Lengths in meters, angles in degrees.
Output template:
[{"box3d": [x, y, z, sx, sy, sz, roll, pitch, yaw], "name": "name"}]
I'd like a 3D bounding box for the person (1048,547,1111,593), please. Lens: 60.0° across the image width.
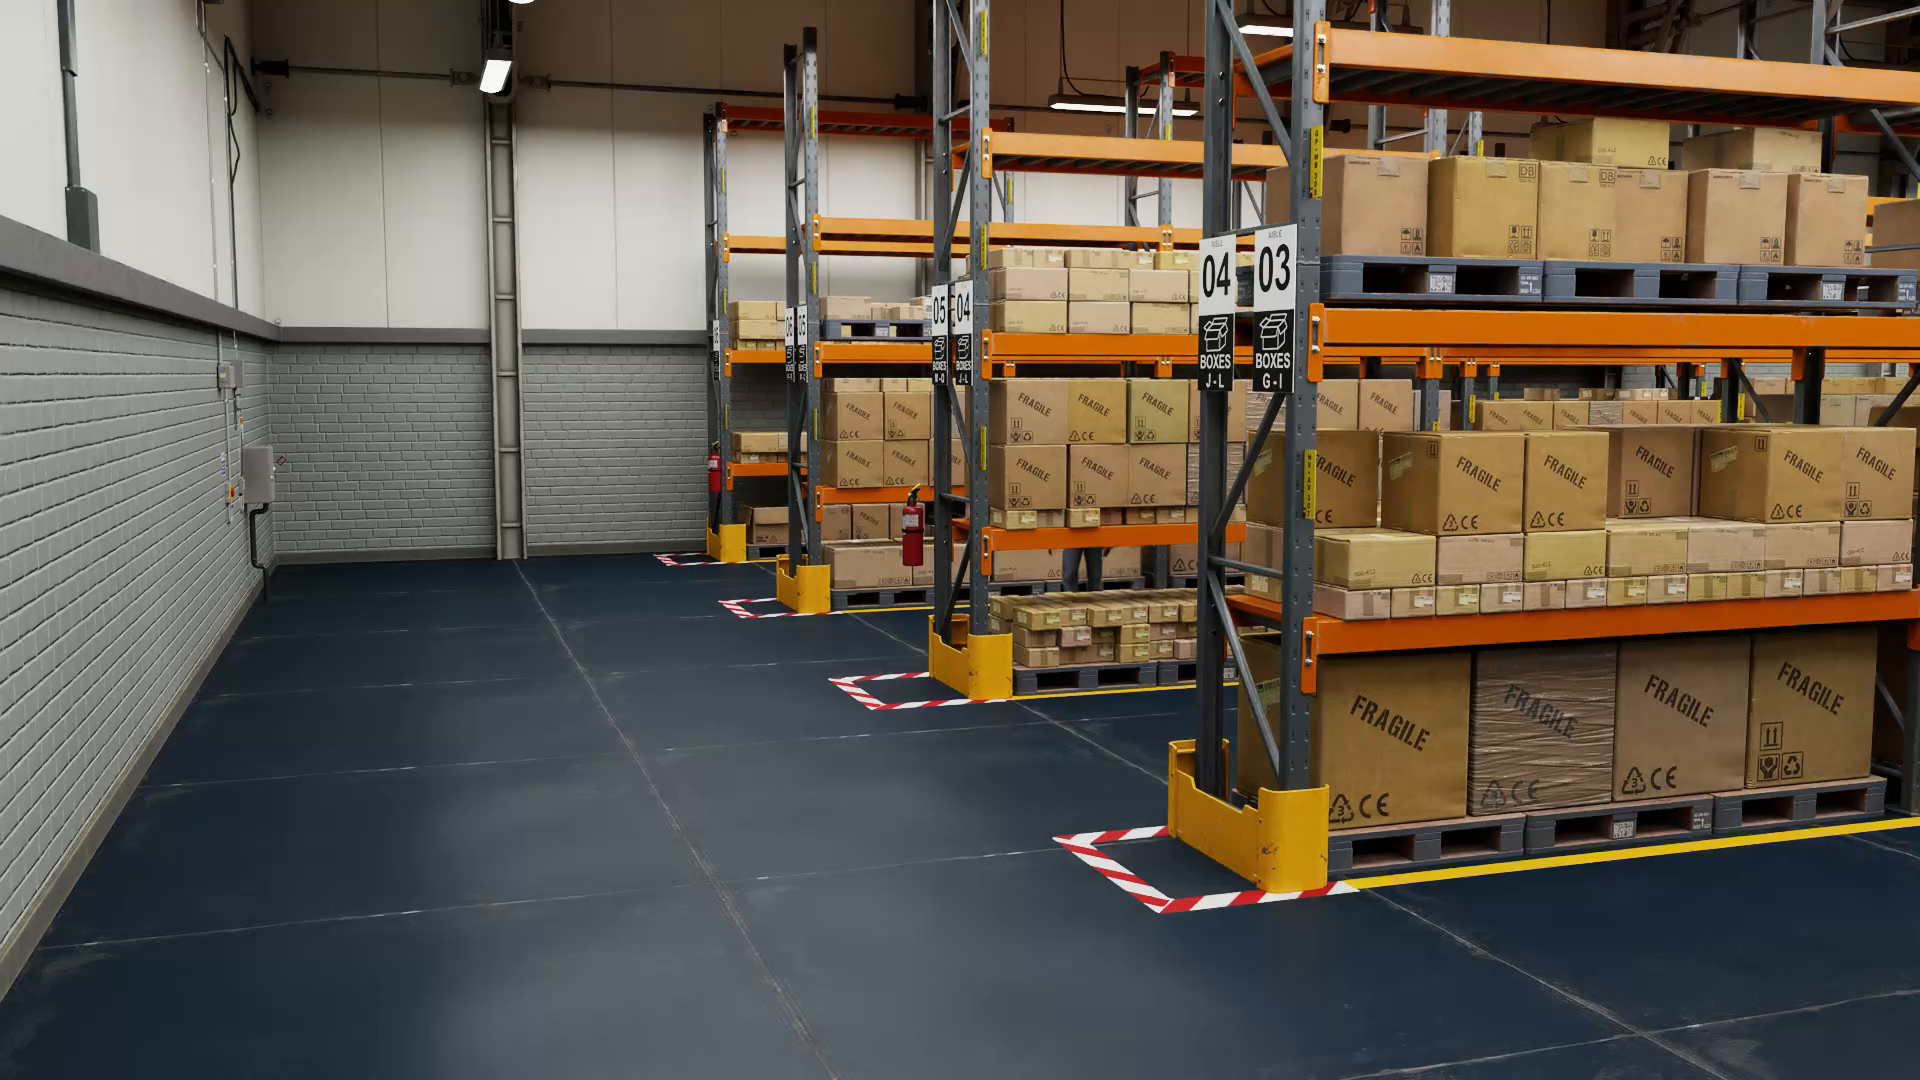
[{"box3d": [1.175, -0.012, 16.162, 0.647, 1.766, 0.607, 1, 6, 8], "name": "person"}]
